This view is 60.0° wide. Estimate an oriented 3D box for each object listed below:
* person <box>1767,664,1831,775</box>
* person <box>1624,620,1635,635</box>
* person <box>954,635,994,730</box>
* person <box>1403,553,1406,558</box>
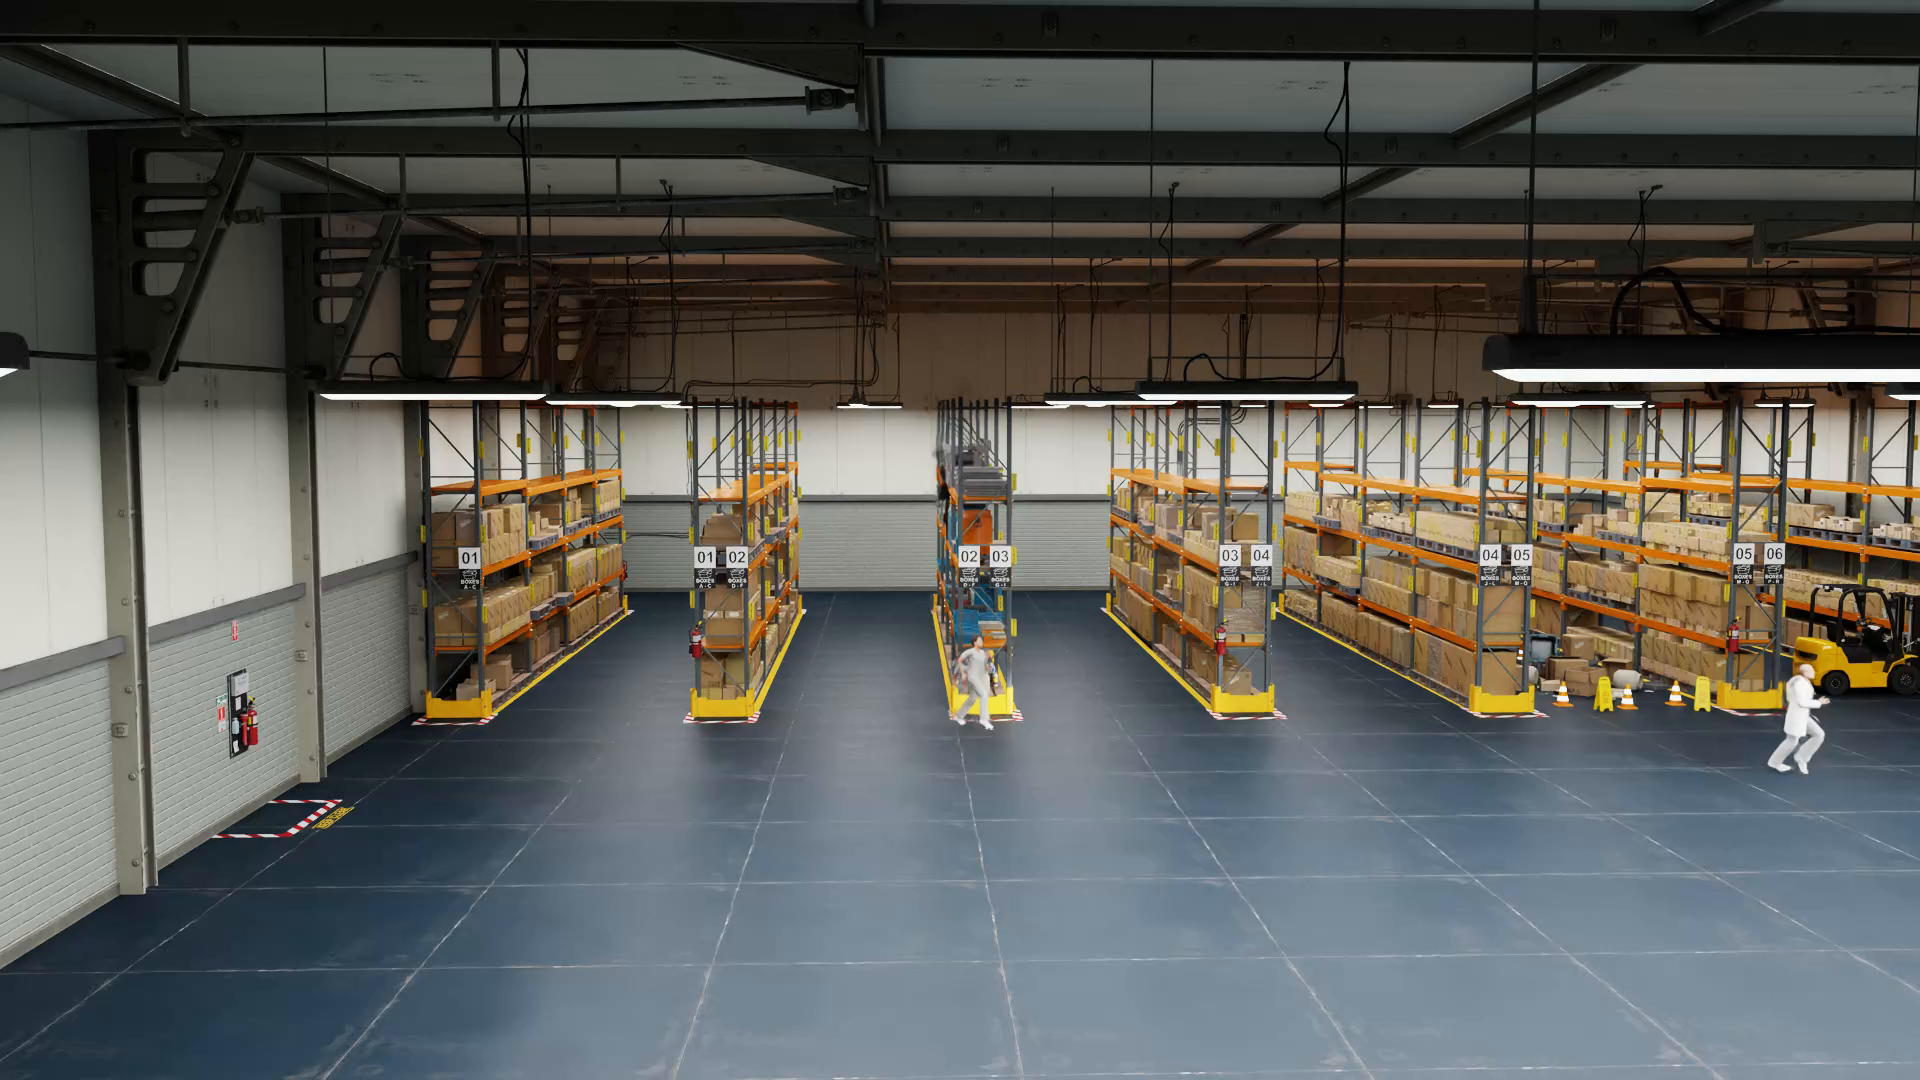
[{"bbox_3d":[13.214,2.816,26.174,0.882,1.765,0.753,3,6,37],"label":"person"},{"bbox_3d":[16.464,1.714,40.868,0.624,1.712,0.777,-1,4,-8],"label":"person"},{"bbox_3d":[0.320,2.552,30.186,0.850,1.665,0.570,3,5,31],"label":"person"},{"bbox_3d":[13.060,1.128,49.194,0.584,1.589,0.574,-1,4,-7],"label":"person"}]
